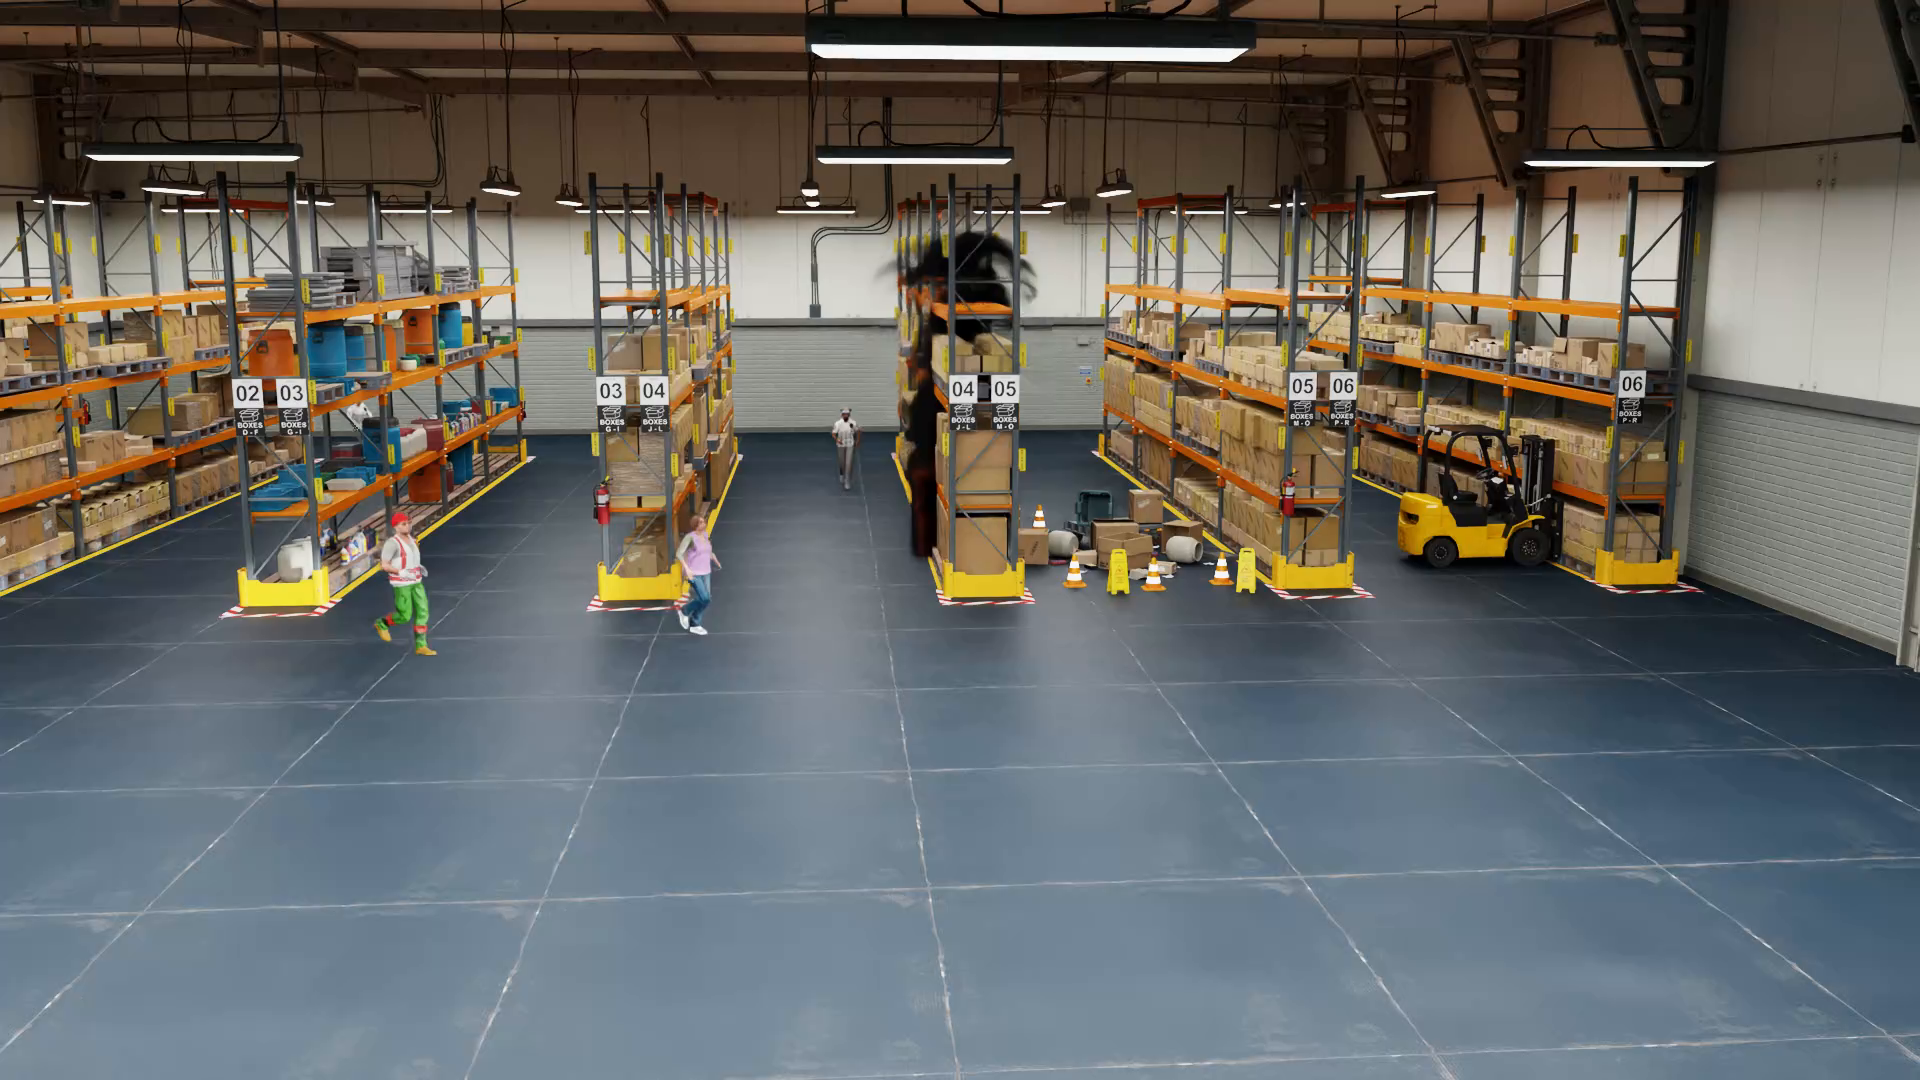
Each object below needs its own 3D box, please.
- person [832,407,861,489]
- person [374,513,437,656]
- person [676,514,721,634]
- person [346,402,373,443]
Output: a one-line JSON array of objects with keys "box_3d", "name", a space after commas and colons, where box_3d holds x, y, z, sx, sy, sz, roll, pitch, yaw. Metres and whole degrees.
[{"box_3d": [-2.387, -1.958, 34.988, 0.601, 1.705, 0.769, -1, 10, -4], "name": "person"}, {"box_3d": [-6.876, 0.540, 20.571, 0.878, 1.772, 0.656, 4, 11, 23], "name": "person"}, {"box_3d": [-3.375, 0.451, 21.507, 0.536, 1.555, 0.551, 6, 12, 30], "name": "person"}, {"box_3d": [-13.987, -2.576, 38.728, 0.663, 1.721, 0.782, -7, 12, -35], "name": "person"}]
